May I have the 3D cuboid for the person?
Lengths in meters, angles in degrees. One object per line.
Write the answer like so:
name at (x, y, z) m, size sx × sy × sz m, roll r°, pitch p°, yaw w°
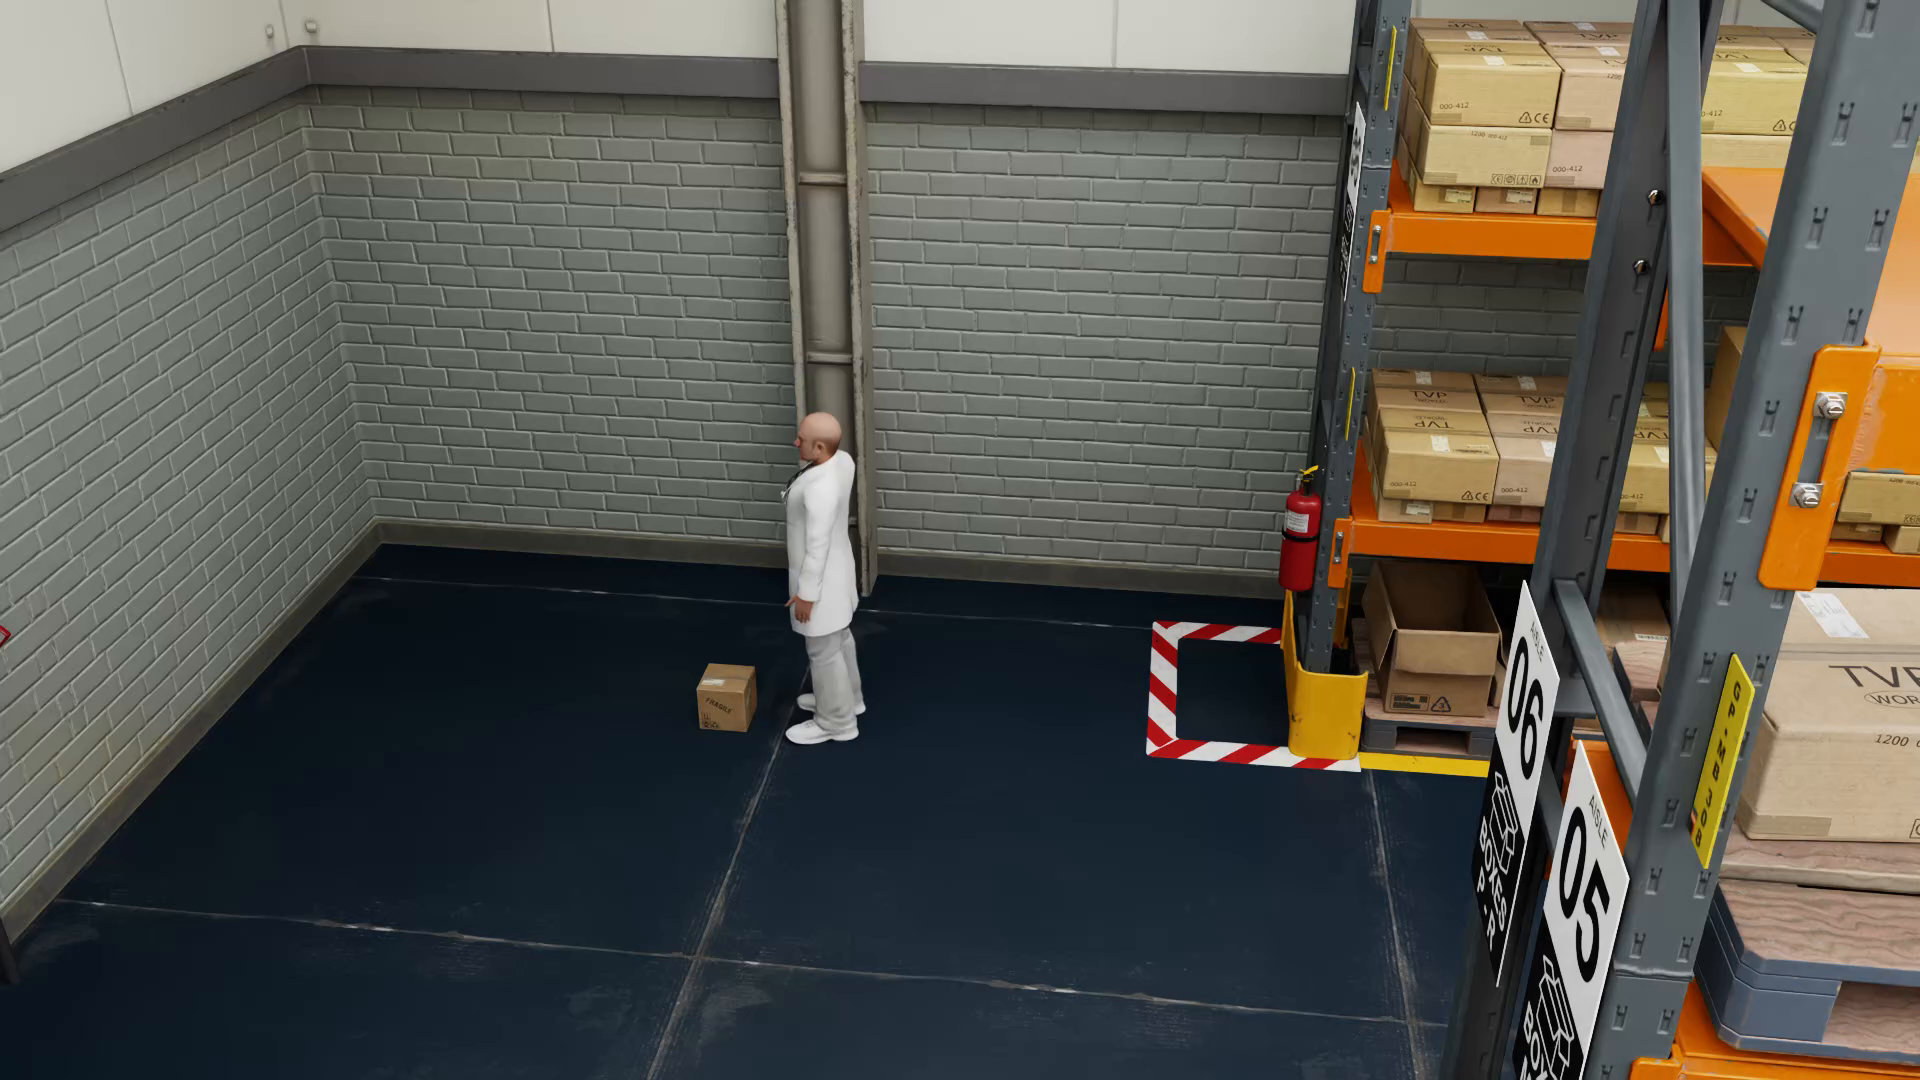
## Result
person at (-0.793, 0.473, 8.445) m, size 0.857 × 1.125 × 0.620 m, roll 3°, pitch 28°, yaw 6°
